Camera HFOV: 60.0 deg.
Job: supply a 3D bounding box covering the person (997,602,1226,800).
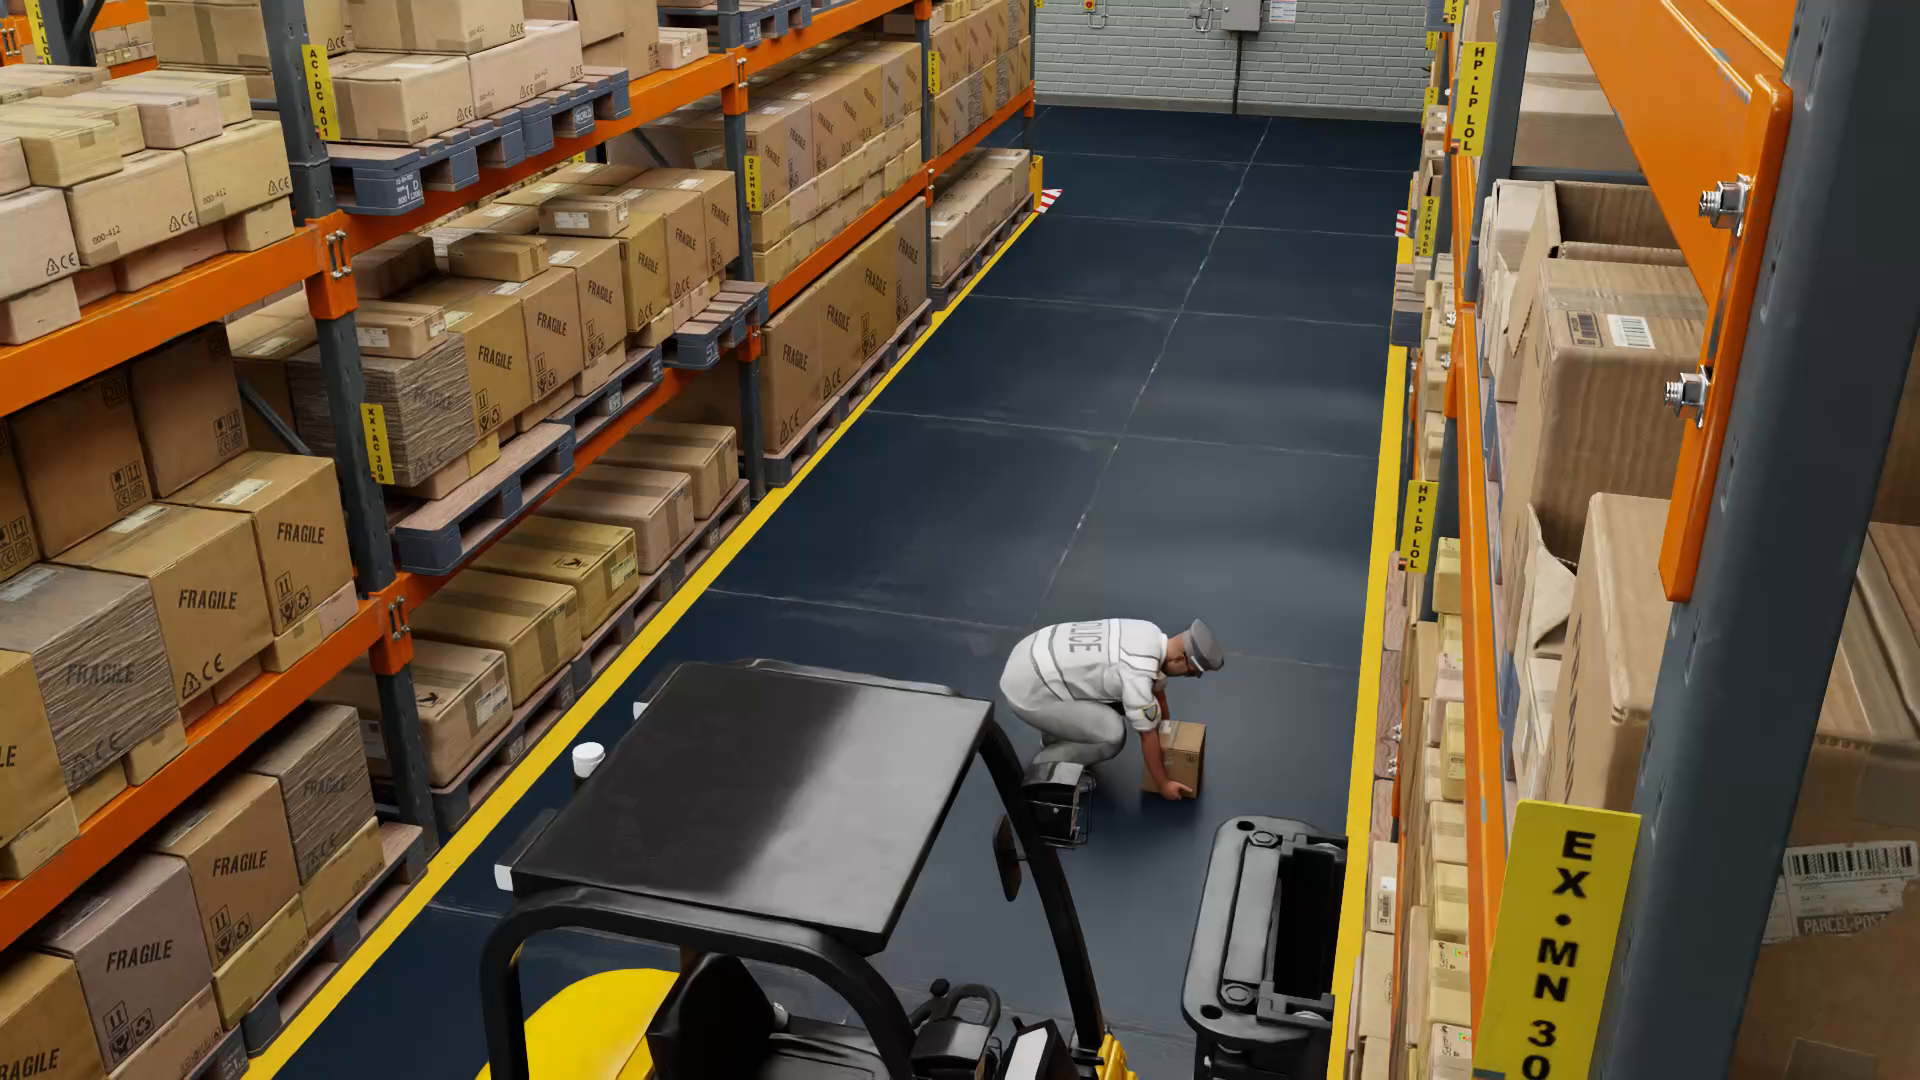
[{"bbox_3d":[0.692,0.724,7.667,1.032,0.852,0.535,5,26,12],"label":"person"}]
